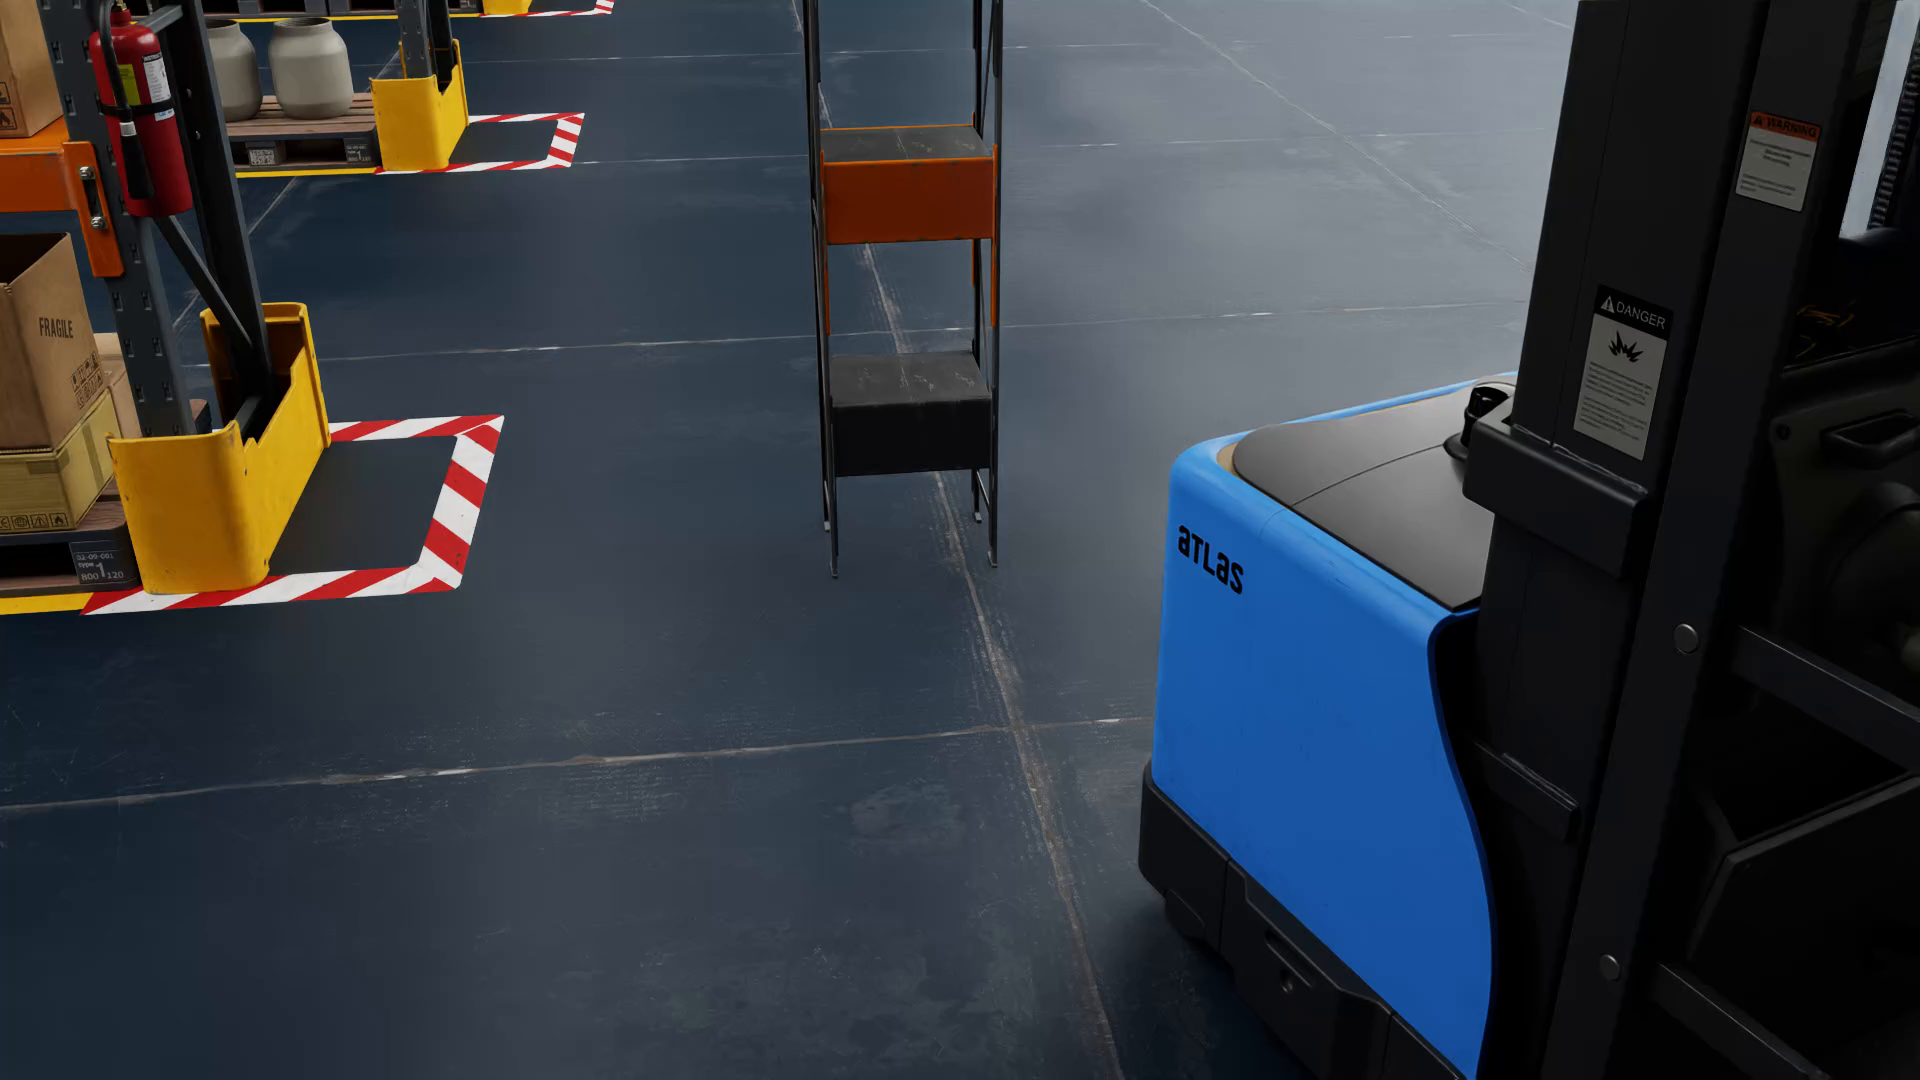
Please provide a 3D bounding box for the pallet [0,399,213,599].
[{"bbox_3d":[-3.119,-0.132,5.276,1.213,0.211,1.003,-4,27,-7],"label":"pallet"}]

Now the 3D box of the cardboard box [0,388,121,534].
[{"bbox_3d":[-2.857,-0.236,4.976,0.500,0.250,0.500,-4,27,-7],"label":"cardboard box"}]

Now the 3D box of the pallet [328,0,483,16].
[{"bbox_3d":[-4.629,-4.637,14.057,1.213,0.211,1.003,-4,27,-7],"label":"pallet"}]

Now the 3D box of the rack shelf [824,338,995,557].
[{"bbox_3d":[-0.164,-0.289,5.076,0.480,0.518,0.431,-4,27,-7],"label":"rack shelf"}]

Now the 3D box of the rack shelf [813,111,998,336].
[{"bbox_3d":[-0.164,-0.912,4.756,0.480,0.518,0.431,-4,27,-7],"label":"rack shelf"}]

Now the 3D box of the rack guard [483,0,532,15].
[{"bbox_3d":[-3.819,-4.802,14.060,0.348,0.500,1.175,-4,27,-7],"label":"rack guard"}]

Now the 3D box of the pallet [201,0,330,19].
[{"bbox_3d":[-5.834,-4.561,13.908,1.213,0.211,1.003,-4,27,-7],"label":"pallet"}]

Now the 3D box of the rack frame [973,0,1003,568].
[{"bbox_3d":[0.078,-0.939,4.780,0.015,2.100,0.400,-4,27,-7],"label":"rack frame"}]

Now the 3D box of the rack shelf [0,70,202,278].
[{"bbox_3d":[-4.348,-0.993,4.687,4.000,0.370,1.077,-4,27,-7],"label":"rack shelf"}]

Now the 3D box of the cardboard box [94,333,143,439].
[{"bbox_3d":[-2.930,-0.470,5.432,0.500,0.250,0.500,-4,27,-7],"label":"cardboard box"}]

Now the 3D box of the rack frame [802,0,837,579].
[{"bbox_3d":[-0.406,-0.908,4.720,0.015,2.100,0.400,-4,27,-7],"label":"rack frame"}]

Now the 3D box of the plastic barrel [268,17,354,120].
[{"bbox_3d":[-3.695,-2.683,9.459,0.421,0.512,0.421,0,27,0],"label":"plastic barrel"}]

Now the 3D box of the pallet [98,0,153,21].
[{"bbox_3d":[-7.045,-4.482,13.754,1.213,0.211,1.003,-4,27,-7],"label":"pallet"}]

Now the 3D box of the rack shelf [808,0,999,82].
[{"bbox_3d":[-0.164,-1.534,4.437,0.480,0.518,0.431,-4,27,-7],"label":"rack shelf"}]

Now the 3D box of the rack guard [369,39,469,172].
[{"bbox_3d":[-3.123,-2.541,9.655,0.348,0.500,1.175,-4,27,-7],"label":"rack guard"}]

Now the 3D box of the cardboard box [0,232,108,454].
[{"bbox_3d":[-2.857,-0.569,4.803,0.500,0.500,0.500,-4,27,-7],"label":"cardboard box"}]

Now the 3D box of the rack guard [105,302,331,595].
[{"bbox_3d":[-2.344,-0.329,5.344,0.348,0.500,1.175,-4,27,-7],"label":"rack guard"}]

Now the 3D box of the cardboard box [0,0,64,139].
[{"bbox_3d":[-2.832,-1.461,4.701,0.500,0.500,0.700,-4,27,-7],"label":"cardboard box"}]

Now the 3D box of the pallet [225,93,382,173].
[{"bbox_3d":[-3.928,-2.364,9.625,1.213,0.211,1.003,-4,27,-7],"label":"pallet"}]

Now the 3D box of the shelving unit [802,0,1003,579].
[{"bbox_3d":[-0.164,-0.924,4.750,0.503,2.100,0.431,-4,27,-7],"label":"shelving unit"}]

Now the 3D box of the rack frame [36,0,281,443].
[{"bbox_3d":[-2.367,-1.440,4.771,0.127,3.000,1.000,-4,27,-7],"label":"rack frame"}]

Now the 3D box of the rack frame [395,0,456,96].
[{"bbox_3d":[-3.054,-3.680,9.135,0.127,3.000,1.000,-4,27,-7],"label":"rack frame"}]

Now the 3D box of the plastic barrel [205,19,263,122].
[{"bbox_3d":[-4.191,-2.651,9.396,0.421,0.512,0.421,0,27,0],"label":"plastic barrel"}]

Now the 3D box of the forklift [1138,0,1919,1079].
[{"bbox_3d":[1.525,-0.039,2.115,1.130,2.935,3.031,-13,30,-24],"label":"forklift"}]

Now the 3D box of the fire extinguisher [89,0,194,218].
[{"bbox_3d":[-2.186,-1.203,4.394,0.183,0.674,0.296,-4,27,-7],"label":"fire extinguisher"}]
